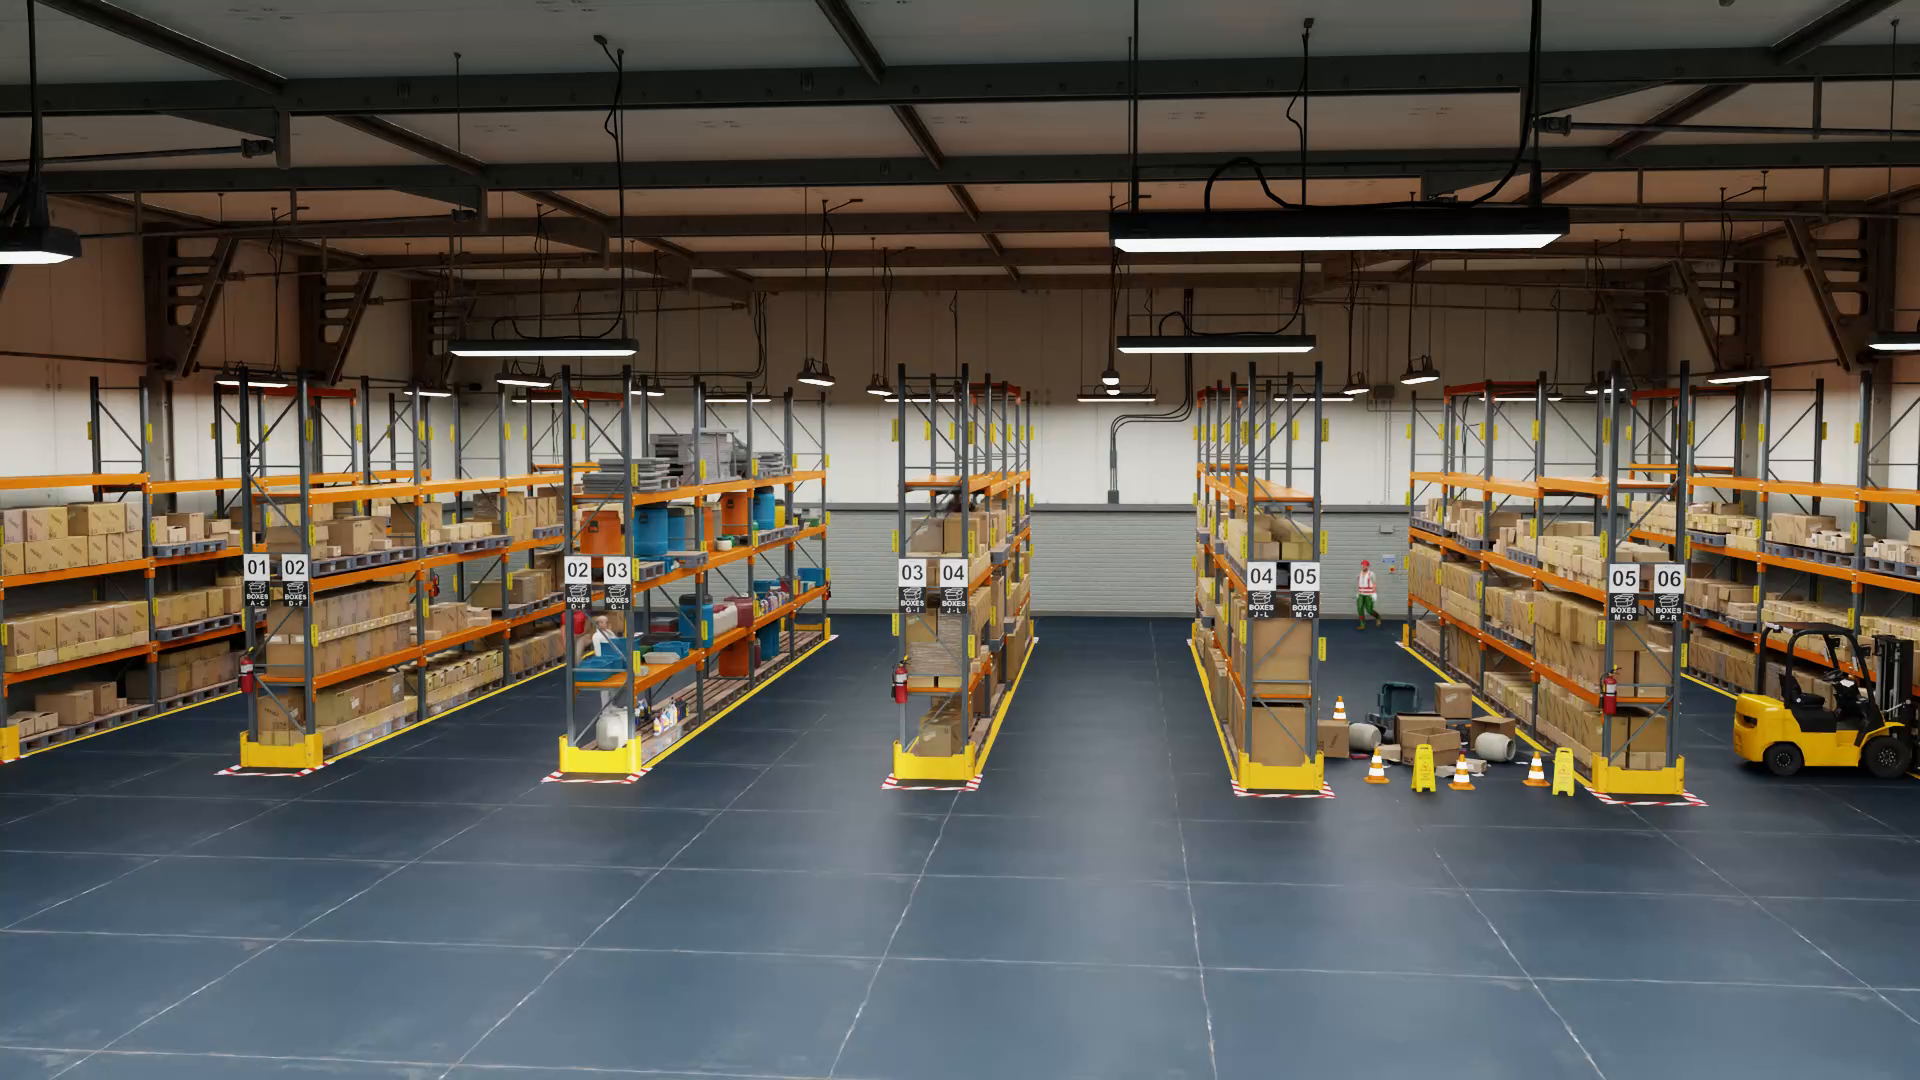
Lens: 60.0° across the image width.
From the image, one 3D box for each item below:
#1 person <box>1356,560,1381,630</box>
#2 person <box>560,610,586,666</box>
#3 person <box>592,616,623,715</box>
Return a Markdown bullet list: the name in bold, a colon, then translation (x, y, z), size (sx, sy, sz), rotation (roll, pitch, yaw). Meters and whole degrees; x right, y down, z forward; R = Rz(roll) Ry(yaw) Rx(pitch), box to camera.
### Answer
- **person**: translation (10.374, 1.393, 42.327), size (0.729, 1.765, 0.604), rotation (-3, 5, -37)
- **person**: translation (-7.753, 2.011, 33.396), size (0.494, 1.673, 0.848), rotation (0, 4, 0)
- **person**: translation (-6.215, 2.229, 29.507), size (0.579, 1.779, 0.681), rotation (3, 4, 35)
